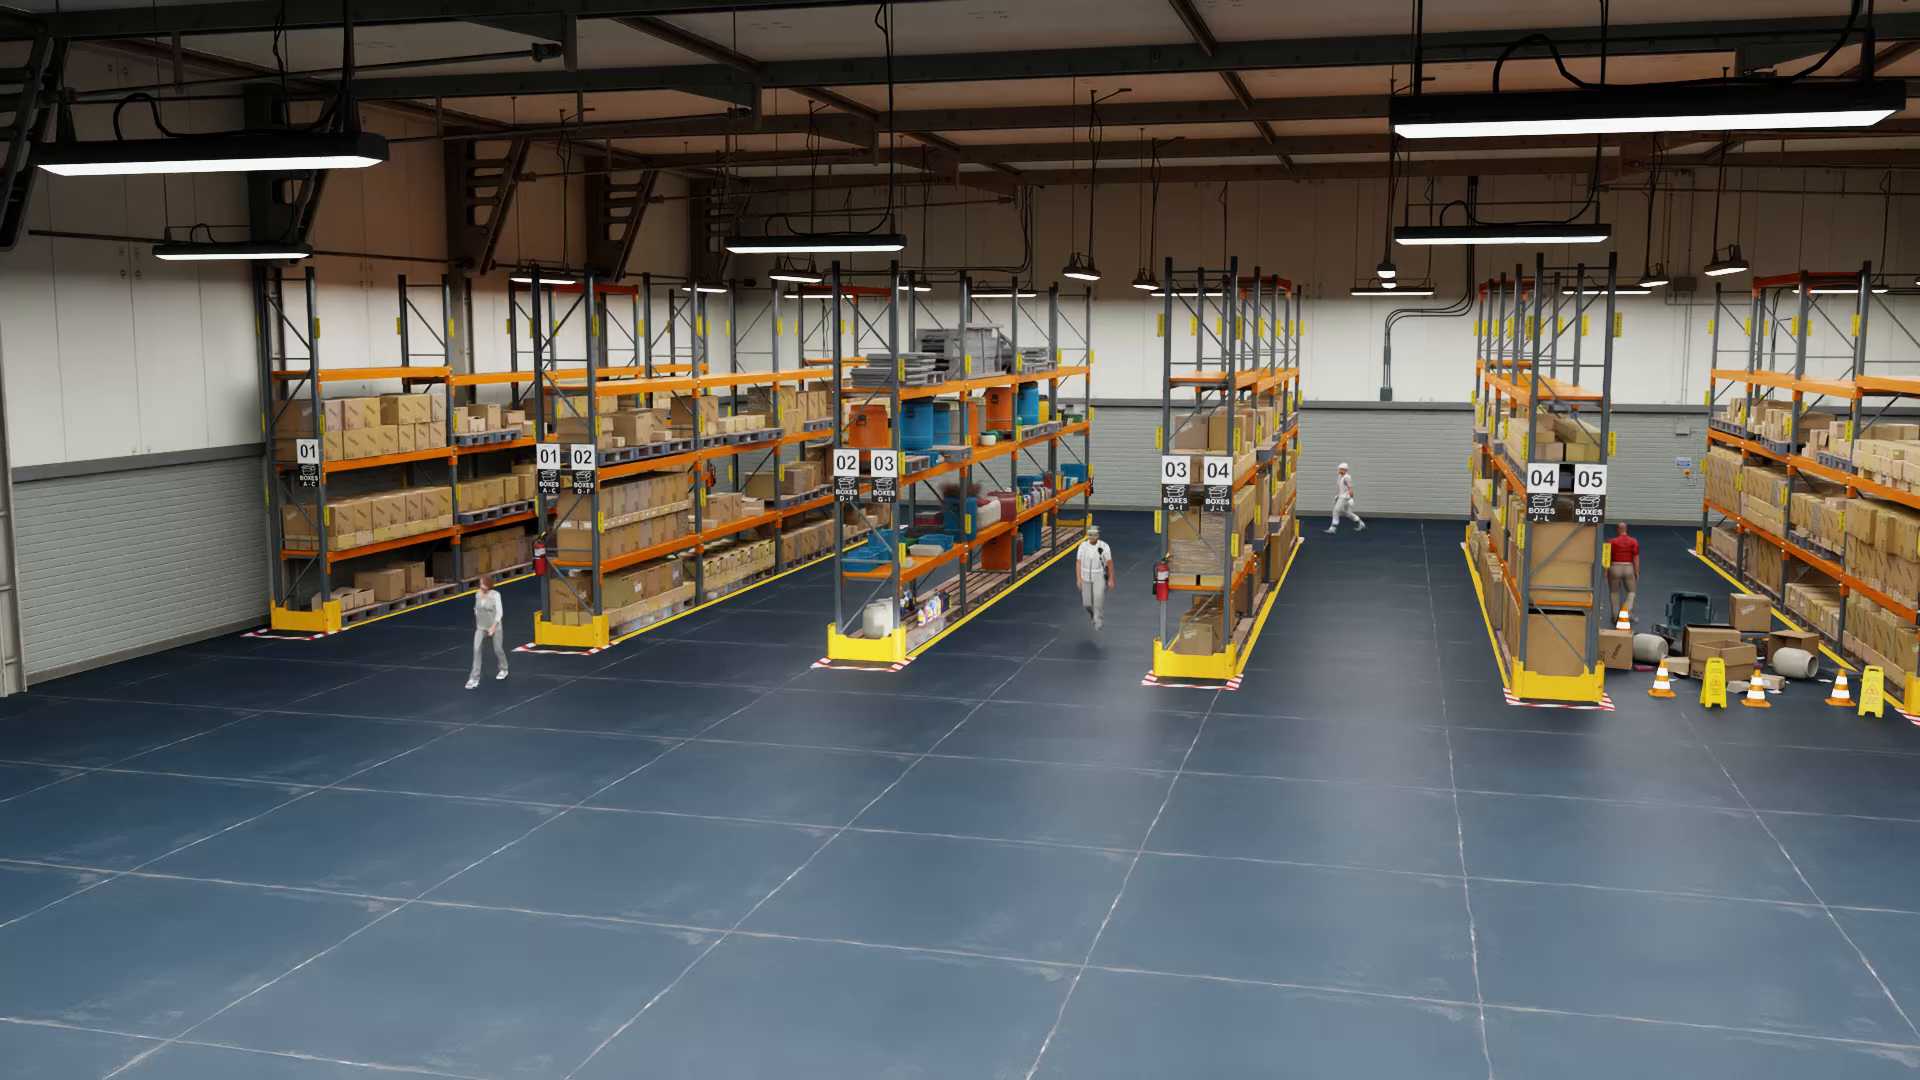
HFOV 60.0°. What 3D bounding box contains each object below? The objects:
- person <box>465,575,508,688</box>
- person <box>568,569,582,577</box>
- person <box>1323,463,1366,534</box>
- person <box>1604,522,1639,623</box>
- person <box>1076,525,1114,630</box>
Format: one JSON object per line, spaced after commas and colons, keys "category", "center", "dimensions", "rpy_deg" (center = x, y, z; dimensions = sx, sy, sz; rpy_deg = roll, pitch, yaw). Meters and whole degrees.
{"category": "person", "center": [-6.678, 1.256, 23.485], "dimensions": [0.498, 1.559, 0.888], "rpy_deg": [1, 7, 8]}
{"category": "person", "center": [-7.678, -0.119, 33.344], "dimensions": [0.597, 1.759, 0.517], "rpy_deg": [5, 9, 33]}
{"category": "person", "center": [9.411, -1.014, 40.593], "dimensions": [1.034, 1.751, 0.508], "rpy_deg": [1, 7, 9]}
{"category": "person", "center": [11.287, 0.563, 28.348], "dimensions": [0.579, 1.723, 0.565], "rpy_deg": [2, 7, 13]}
{"category": "person", "center": [2.114, 0.570, 26.445], "dimensions": [0.578, 1.619, 0.979], "rpy_deg": [3, 8, 20]}
